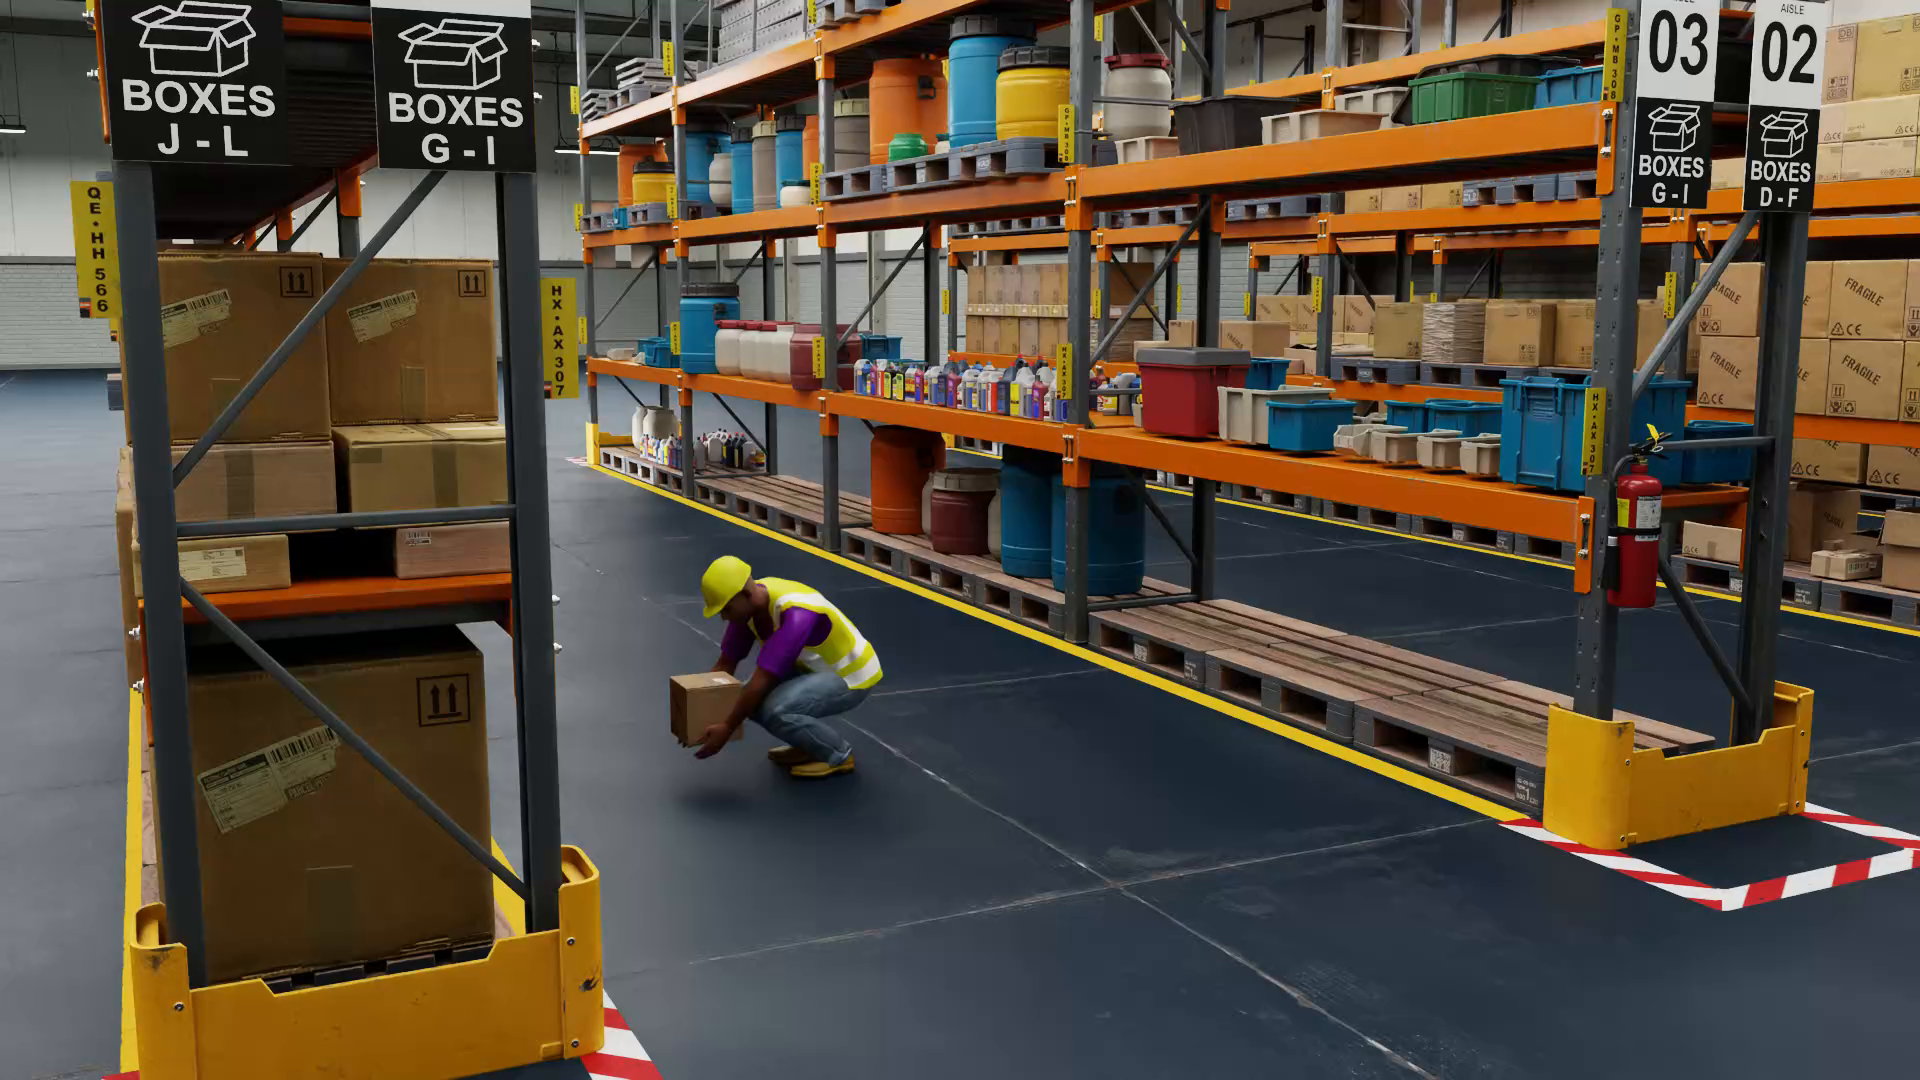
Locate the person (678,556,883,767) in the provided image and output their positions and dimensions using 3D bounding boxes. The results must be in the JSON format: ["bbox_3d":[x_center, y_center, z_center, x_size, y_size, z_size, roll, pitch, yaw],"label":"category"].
[{"bbox_3d":[-0.781,0.518,7.279,0.893,0.955,0.562,-4,9,-26],"label":"person"}]
